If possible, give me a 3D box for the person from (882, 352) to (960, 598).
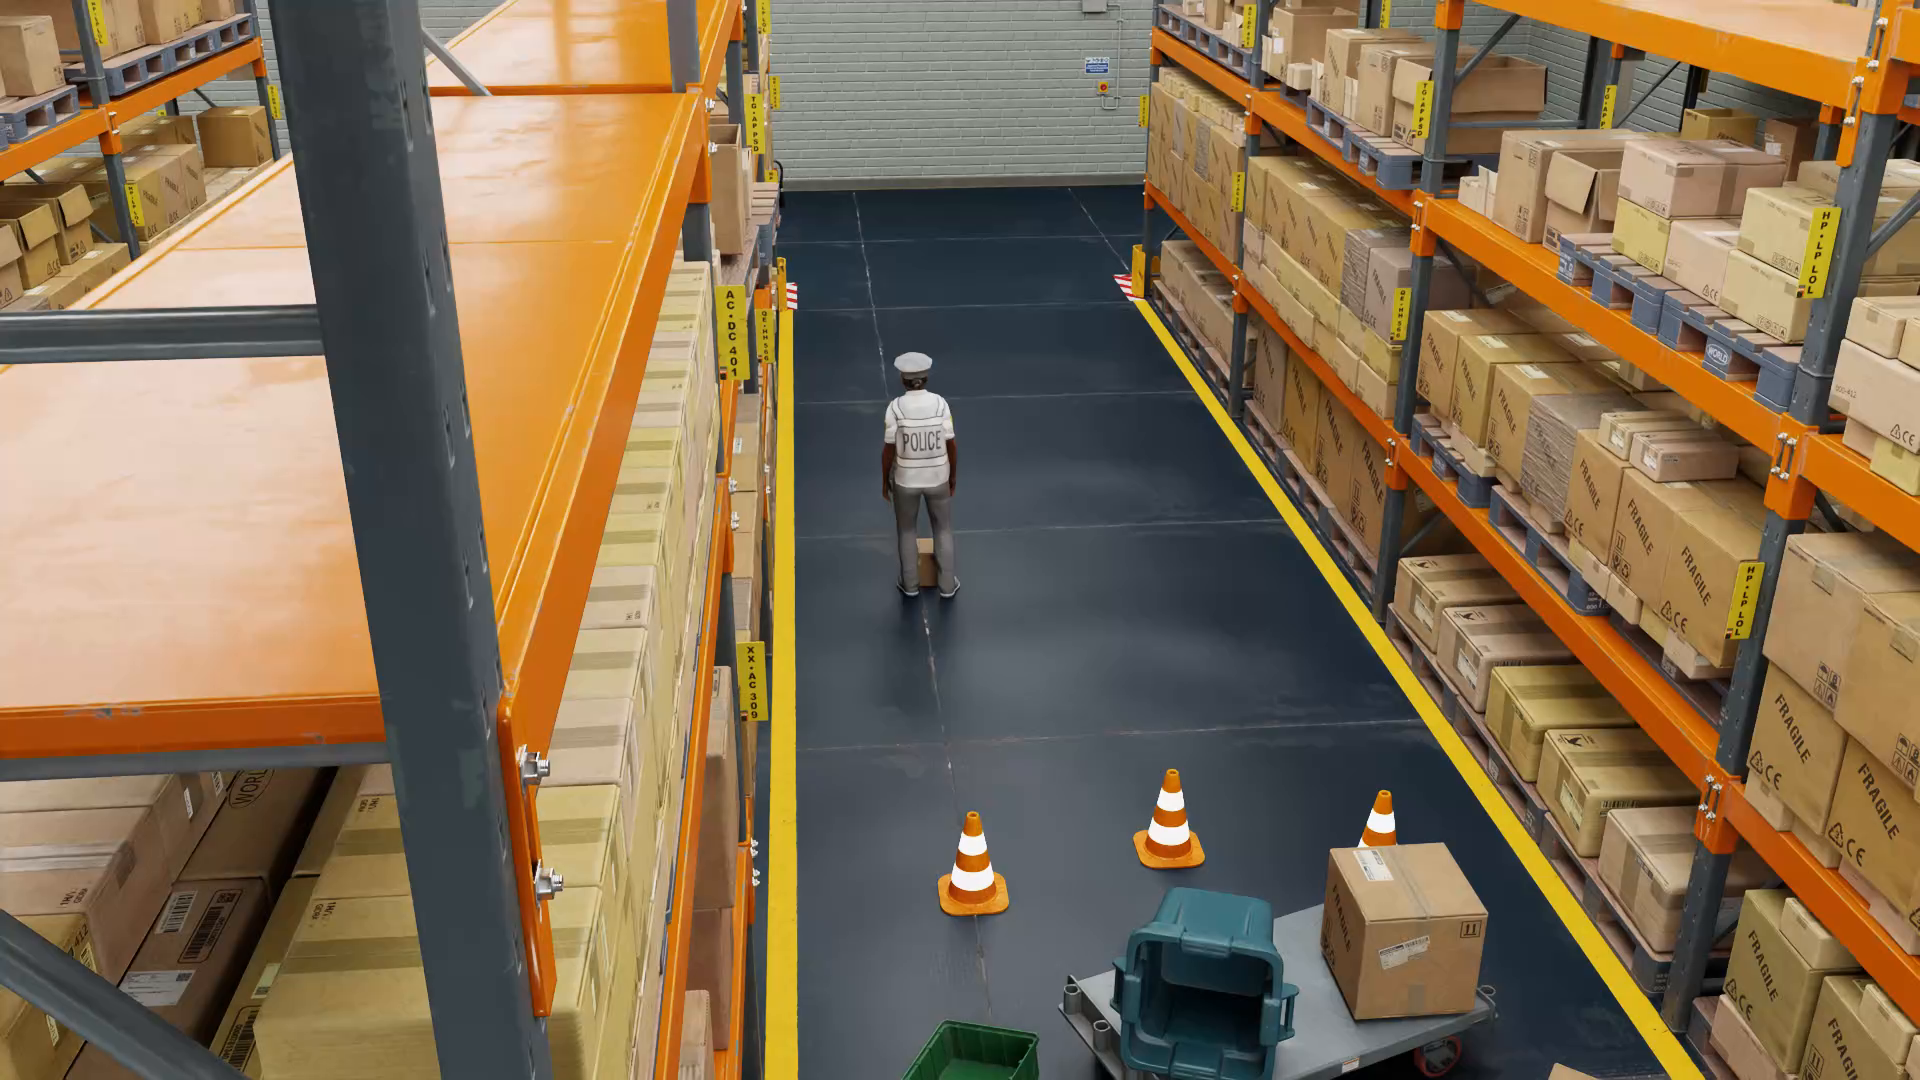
[{"bbox_3d":[-0.255,-0.403,11.006,0.532,1.663,0.422,-4,24,-8],"label":"person"}]
